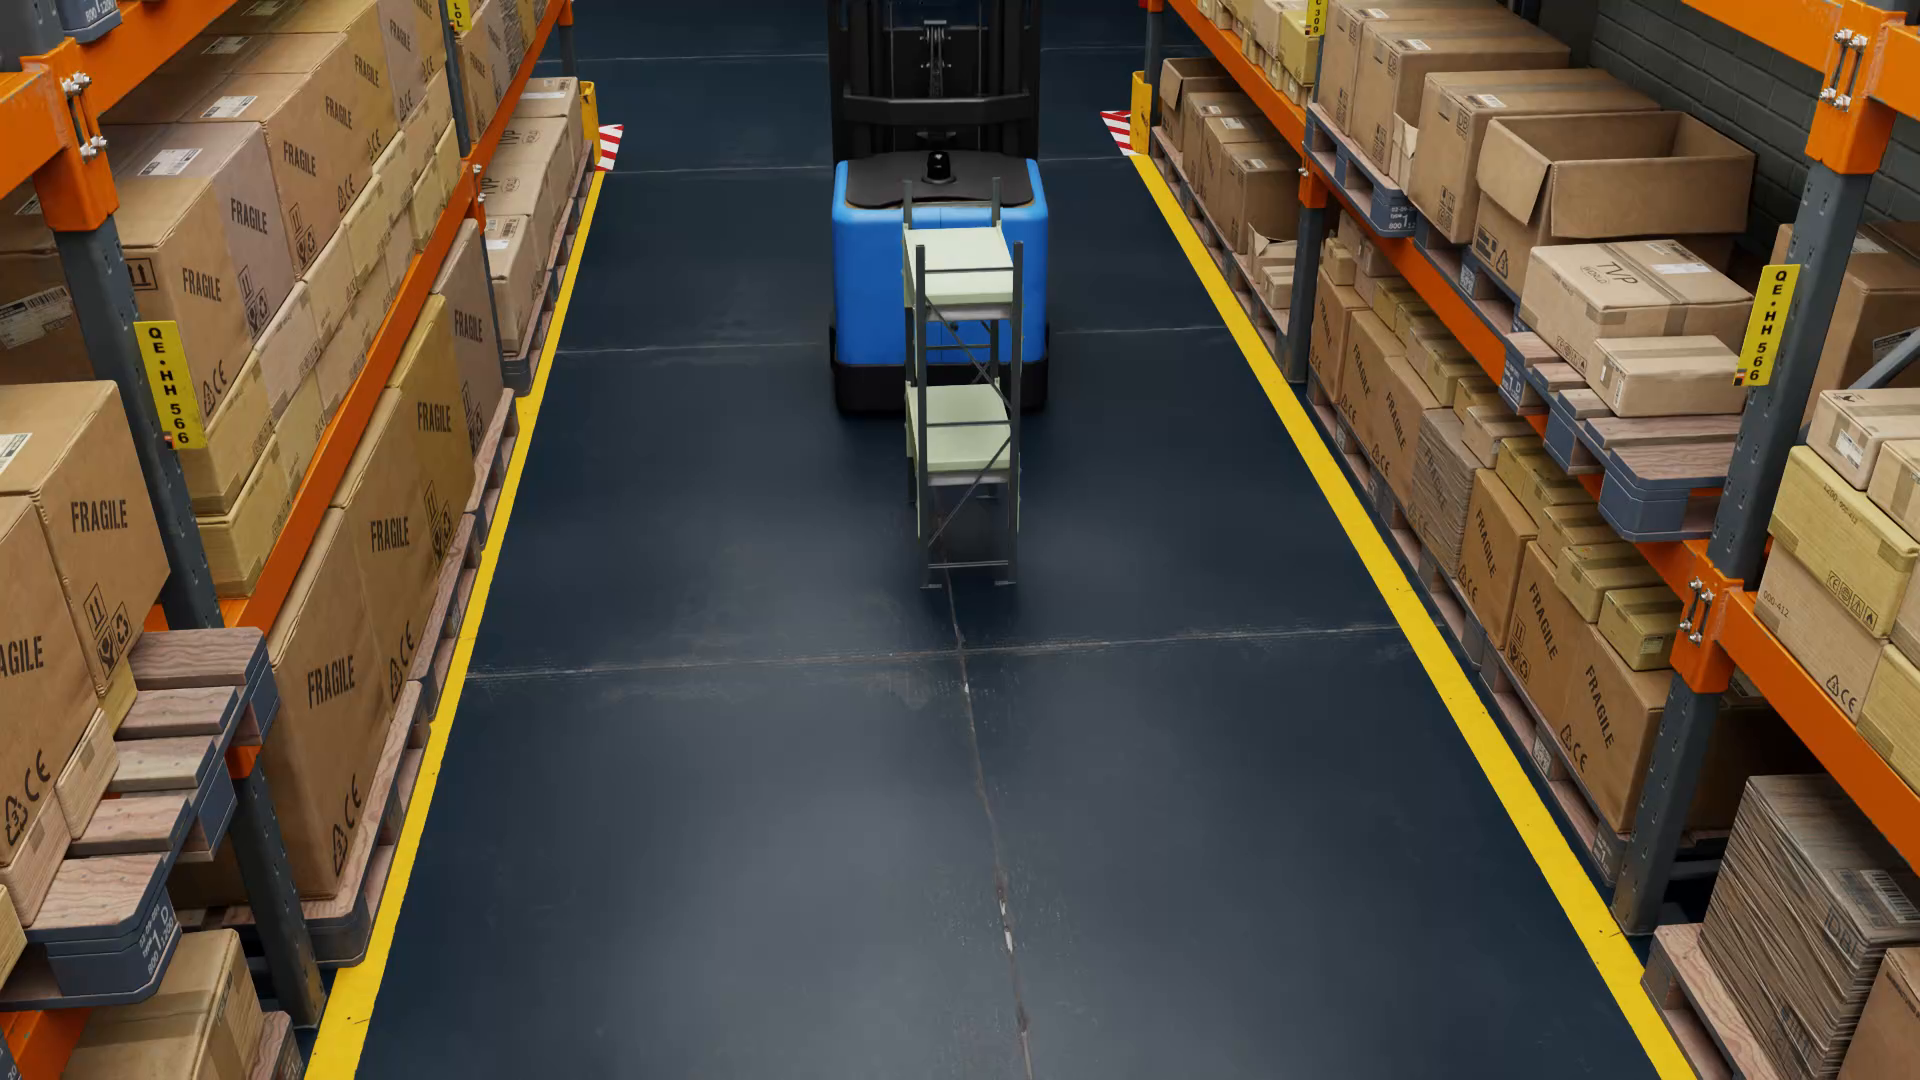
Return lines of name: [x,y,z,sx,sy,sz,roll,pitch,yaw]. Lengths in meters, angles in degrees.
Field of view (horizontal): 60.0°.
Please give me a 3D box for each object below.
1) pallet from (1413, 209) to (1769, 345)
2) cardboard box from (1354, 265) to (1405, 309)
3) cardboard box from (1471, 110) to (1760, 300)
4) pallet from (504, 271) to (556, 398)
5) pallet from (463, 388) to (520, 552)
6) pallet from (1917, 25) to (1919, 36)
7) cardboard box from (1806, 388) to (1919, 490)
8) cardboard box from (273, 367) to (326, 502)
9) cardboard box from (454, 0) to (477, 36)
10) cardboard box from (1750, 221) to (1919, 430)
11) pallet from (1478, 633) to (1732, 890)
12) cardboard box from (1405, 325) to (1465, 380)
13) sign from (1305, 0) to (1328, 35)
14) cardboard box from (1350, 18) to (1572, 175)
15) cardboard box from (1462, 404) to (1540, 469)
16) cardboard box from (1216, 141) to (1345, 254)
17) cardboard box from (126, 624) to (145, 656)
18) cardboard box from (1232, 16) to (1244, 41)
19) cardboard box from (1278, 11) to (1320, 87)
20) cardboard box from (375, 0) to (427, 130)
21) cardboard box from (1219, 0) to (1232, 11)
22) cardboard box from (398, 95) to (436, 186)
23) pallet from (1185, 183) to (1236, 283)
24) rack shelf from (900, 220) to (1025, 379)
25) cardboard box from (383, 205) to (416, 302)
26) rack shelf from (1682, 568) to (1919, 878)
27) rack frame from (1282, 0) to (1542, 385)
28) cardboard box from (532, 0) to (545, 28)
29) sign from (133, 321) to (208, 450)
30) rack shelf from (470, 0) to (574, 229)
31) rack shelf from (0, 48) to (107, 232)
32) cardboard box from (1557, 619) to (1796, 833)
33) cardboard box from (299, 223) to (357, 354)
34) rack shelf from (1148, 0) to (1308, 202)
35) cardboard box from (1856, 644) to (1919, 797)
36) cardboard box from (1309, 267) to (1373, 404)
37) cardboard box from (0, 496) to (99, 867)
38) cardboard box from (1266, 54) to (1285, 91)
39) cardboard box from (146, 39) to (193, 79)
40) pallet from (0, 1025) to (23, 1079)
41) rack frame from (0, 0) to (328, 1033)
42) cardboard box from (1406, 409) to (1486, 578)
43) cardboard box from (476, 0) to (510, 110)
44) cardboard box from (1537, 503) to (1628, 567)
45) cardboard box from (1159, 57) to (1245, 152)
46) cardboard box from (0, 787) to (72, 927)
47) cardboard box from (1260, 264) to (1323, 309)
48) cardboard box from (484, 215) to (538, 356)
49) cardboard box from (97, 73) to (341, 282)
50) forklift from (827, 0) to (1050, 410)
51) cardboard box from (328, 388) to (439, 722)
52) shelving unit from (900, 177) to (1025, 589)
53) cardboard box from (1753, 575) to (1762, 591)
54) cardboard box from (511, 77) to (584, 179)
pallet: [2.377,-1.013,6.208,1.003,0.211,1.213,-3,31,-5]
cardboard box: [2.061,-1.197,7.725,0.380,0.149,0.250,-4,31,-6]
cardboard box: [2.227,-1.152,5.743,0.797,0.503,0.637,-3,31,-6]
pallet: [-2.745,-1.100,8.886,1.003,0.211,1.213,-3,31,-5]
pallet: [-2.605,-0.318,7.577,1.003,0.211,1.213,-3,31,-5]
pallet: [2.716,-0.967,3.204,1.213,0.211,1.003,-1,31,-2]
cardboard box: [2.300,-0.248,4.009,0.380,0.149,0.250,-2,31,-3]
cardboard box: [-2.239,-0.322,5.010,0.500,0.250,0.500,-4,31,-6]
cardboard box: [-2.555,-2.632,7.659,0.500,0.500,0.500,-3,31,-4]
cardboard box: [2.671,-0.596,4.816,0.500,0.500,0.500,-1,31,-2]
pallet: [2.531,0.711,5.854,1.003,0.211,1.213,-3,31,-5]
cardboard box: [2.122,-0.798,7.056,0.380,0.149,0.250,-3,31,-5]
sign: [1.650,-2.487,7.644,0.100,0.325,0.005,-3,31,-5]
cardboard box: [2.061,-1.846,6.909,0.700,0.500,0.500,-2,31,-4]
cardboard box: [2.169,-0.407,6.402,0.380,0.149,0.250,-4,31,-7]
cardboard box: [1.917,-2.009,9.717,0.700,0.500,0.500,-4,31,-6]
cardboard box: [-2.113,0.220,3.791,0.380,0.149,0.250,-2,31,-3]
cardboard box: [1.782,-2.977,9.553,0.380,0.149,0.250,-3,31,-5]
cardboard box: [1.899,-2.457,8.294,0.500,0.250,0.500,-2,31,-3]
cardboard box: [-2.405,-1.898,6.429,0.500,0.500,0.500,-2,31,-4]
cardboard box: [1.757,-3.230,9.589,0.500,0.250,0.500,-4,31,-6]
cardboard box: [-2.415,-1.587,6.641,0.500,0.250,0.500,-2,31,-3]
pallet: [2.009,-1.923,10.264,1.003,0.211,1.213,-3,31,-5]
rack shelf: [0.001,-0.976,6.660,0.431,0.370,0.720,-3,31,-5]
cardboard box: [-2.384,-1.106,6.322,0.500,0.250,0.500,-4,31,-6]
rack shelf: [2.750,1.227,2.972,1.077,0.370,4.000,-3,31,-5]
rack frame: [2.190,-2.145,7.916,1.000,3.000,0.127,-3,31,-5]
cardboard box: [-2.727,-3.238,9.648,0.500,0.500,0.500,-2,31,-3]
sign: [-1.839,-0.357,3.871,0.100,0.325,0.005,-3,31,-5]
rack shelf: [-2.939,-2.618,9.409,1.077,0.370,4.000,-3,31,-5]
rack shelf: [-2.191,0.179,1.802,1.077,0.370,4.000,-3,31,-5]
cardboard box: [2.310,0.584,5.375,0.500,0.500,0.500,-2,31,-3]
cardboard box: [-2.261,-0.803,5.328,0.500,0.250,0.500,-3,31,-5]
rack shelf: [2.003,-2.857,9.810,1.077,0.370,4.000,-3,31,-5]
cardboard box: [2.404,0.457,3.707,0.500,0.250,0.500,-3,31,-6]
cardboard box: [2.011,-0.995,8.018,0.500,0.500,0.500,-1,31,-2]
cardboard box: [-2.000,0.268,3.079,0.500,0.500,0.500,-3,31,-5]
cardboard box: [1.814,-2.451,8.674,0.380,0.149,0.250,-2,31,-3]
cardboard box: [-2.823,-1.361,5.531,0.500,0.500,0.500,-3,31,-5]
pallet: [-2.152,1.228,2.456,1.003,0.211,1.213,-3,31,-5]
rack frame: [-2.378,0.137,4.096,1.000,3.000,0.127,-3,31,-5]
cardboard box: [2.155,-0.203,6.693,0.500,0.500,0.500,-4,31,-6]
cardboard box: [-2.578,-2.458,8.342,0.500,0.500,0.500,-3,31,-4]
cardboard box: [2.228,-0.003,5.726,0.380,0.149,0.250,-4,31,-6]
cardboard box: [1.779,-2.979,11.337,0.797,0.503,0.637,-4,31,-7]
cardboard box: [-1.933,0.609,3.140,0.380,0.149,0.250,-4,31,-7]
cardboard box: [1.845,-1.372,8.992,0.380,0.149,0.250,-4,31,-6]
cardboard box: [-2.704,-1.311,8.610,0.875,0.438,0.875,-3,31,-5]
cardboard box: [-2.270,-1.117,5.122,0.500,0.500,0.500,-2,31,-3]
forklift: [-0.139,-2.618,8.775,1.130,2.935,3.031,-1,31,-2]
cardboard box: [-2.439,0.056,5.893,0.875,0.875,0.875,-2,31,-4]
shelving unit: [0.001,-0.640,6.860,0.431,1.500,0.755,-3,31,-5]
cardboard box: [2.827,0.093,5.564,0.380,0.149,0.250,-2,31,-3]
cardboard box: [-2.964,-2.696,10.927,0.875,0.438,0.875,-4,31,-6]
